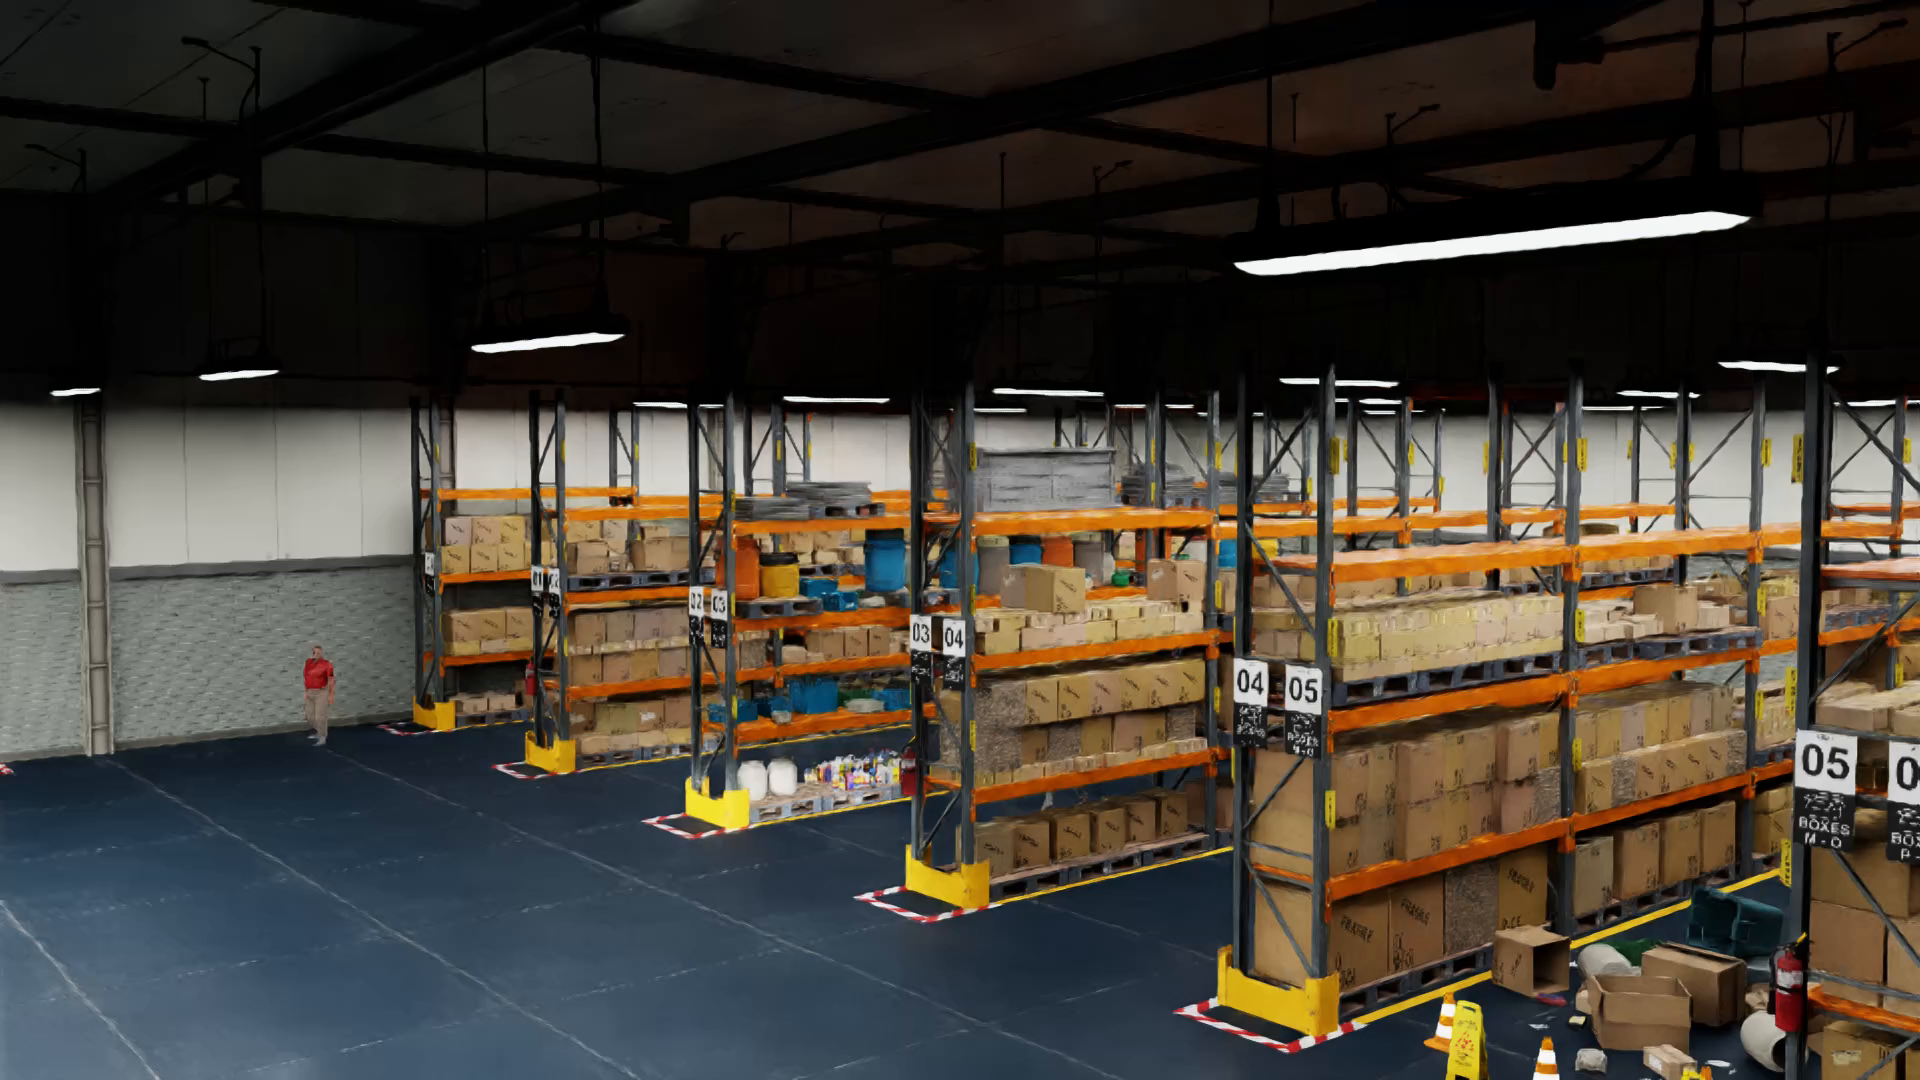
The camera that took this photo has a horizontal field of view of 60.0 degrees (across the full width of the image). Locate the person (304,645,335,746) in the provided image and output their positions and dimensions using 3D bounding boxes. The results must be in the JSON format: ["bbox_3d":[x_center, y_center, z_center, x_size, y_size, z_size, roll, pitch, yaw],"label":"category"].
[{"bbox_3d":[-10.946,2.633,28.464,0.593,1.713,0.569,1,3,15],"label":"person"}]

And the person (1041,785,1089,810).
[{"bbox_3d":[1.437,3.029,22.998,0.948,1.539,0.432,-3,4,-41],"label":"person"}]
